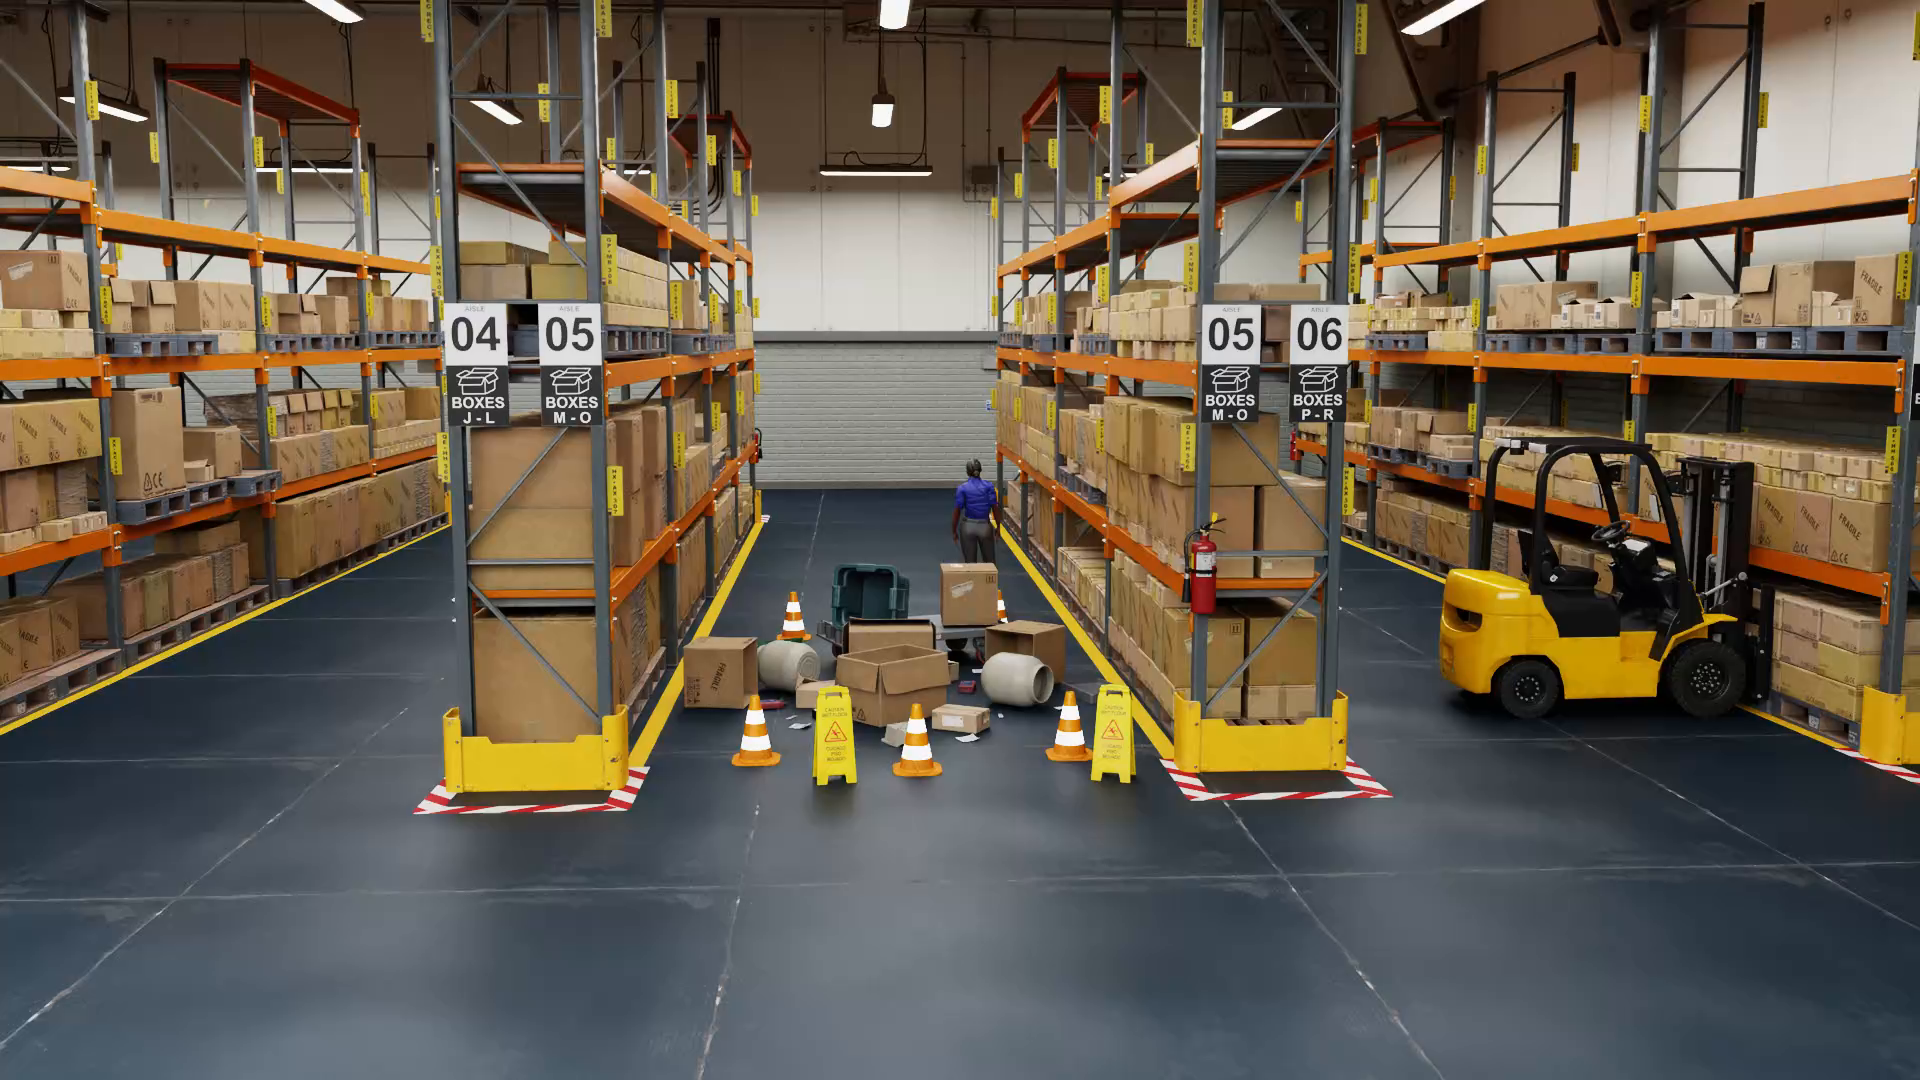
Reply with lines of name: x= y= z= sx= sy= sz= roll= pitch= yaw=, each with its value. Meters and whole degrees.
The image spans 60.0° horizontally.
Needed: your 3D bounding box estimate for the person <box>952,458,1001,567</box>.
person: x=0.193 y=-0.089 z=18.435 sx=0.569 sy=1.654 sz=0.504 roll=0 pitch=7 yaw=-4
